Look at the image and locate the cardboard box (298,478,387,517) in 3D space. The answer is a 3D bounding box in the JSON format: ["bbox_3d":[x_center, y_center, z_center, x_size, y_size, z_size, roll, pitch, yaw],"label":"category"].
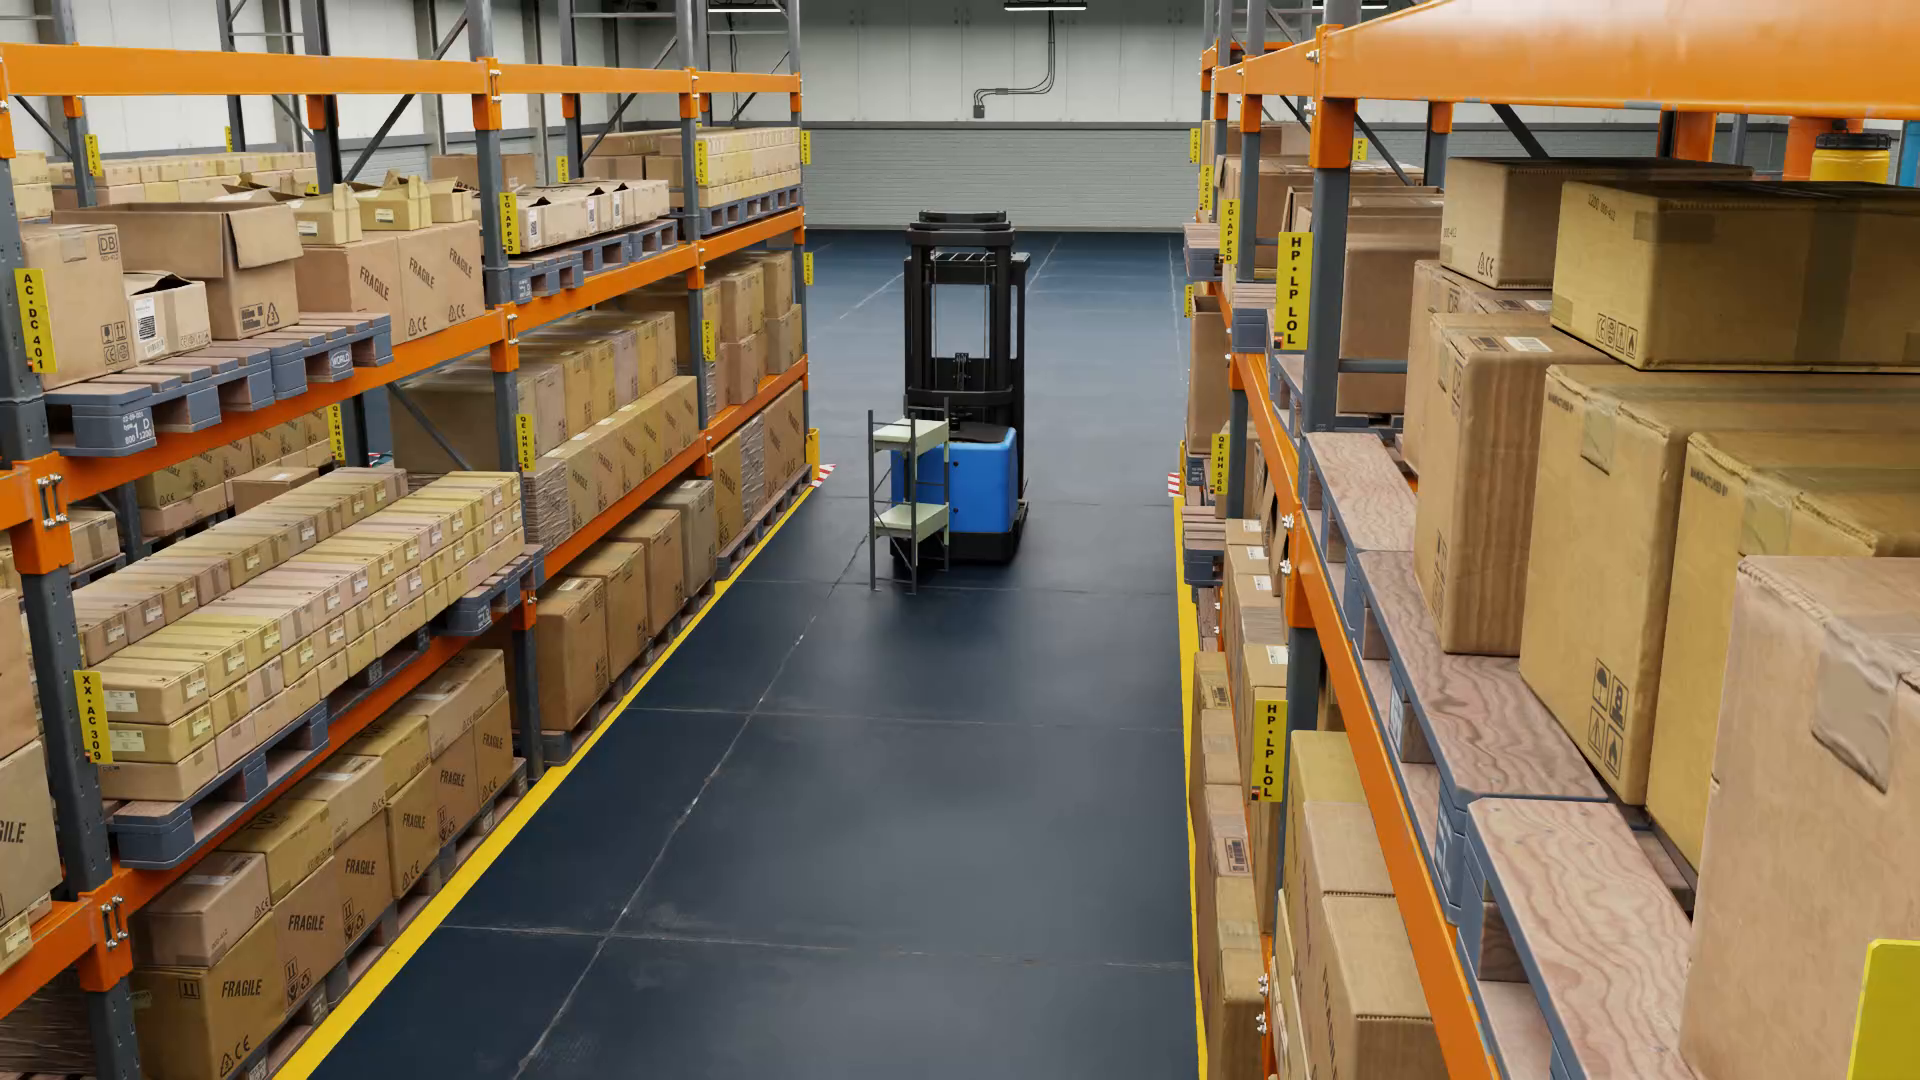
[{"bbox_3d":[-3.264,-0.225,8.786,0.380,0.149,0.250,1,15,5],"label":"cardboard box"}]

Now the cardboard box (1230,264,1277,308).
[{"bbox_3d":[1.735,-1.374,9.039,0.500,0.250,0.500,2,15,6],"label":"cardboard box"}]

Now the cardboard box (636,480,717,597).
[{"bbox_3d":[-2.521,-0.031,13.036,1.050,0.750,0.750,2,15,6],"label":"cardboard box"}]

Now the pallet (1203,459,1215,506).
[{"bbox_3d":[2.107,-0.290,10.856,1.003,0.211,1.213,2,15,6],"label":"pallet"}]

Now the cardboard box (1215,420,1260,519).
[{"bbox_3d":[1.910,-0.408,9.929,0.700,0.500,0.500,4,16,15],"label":"cardboard box"}]

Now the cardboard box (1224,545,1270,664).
[{"bbox_3d":[1.544,0.335,7.984,0.500,0.500,0.500,1,15,5],"label":"cardboard box"}]

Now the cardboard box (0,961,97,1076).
[{"bbox_3d":[-3.610,1.801,6.738,0.500,0.500,0.500,1,15,5],"label":"cardboard box"}]

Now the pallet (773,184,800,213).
[{"bbox_3d":[-2.163,-3.328,16.146,1.003,0.211,1.213,2,15,6],"label":"pallet"}]

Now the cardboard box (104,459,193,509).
[{"bbox_3d":[-7.136,-0.580,14.587,0.500,0.500,0.500,2,15,9],"label":"cardboard box"}]

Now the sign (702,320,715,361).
[{"bbox_3d":[-2.000,-1.585,13.212,0.100,0.325,0.005,2,15,6],"label":"sign"}]

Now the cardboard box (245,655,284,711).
[{"bbox_3d":[-2.886,0.549,6.492,0.380,0.149,0.250,2,15,8],"label":"cardboard box"}]

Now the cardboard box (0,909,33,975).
[{"bbox_3d":[-3.164,1.269,5.203,0.380,0.149,0.250,1,15,5],"label":"cardboard box"}]

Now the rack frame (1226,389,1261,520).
[{"bbox_3d":[1.925,0.132,8.928,1.000,3.000,0.127,2,15,6],"label":"rack frame"}]

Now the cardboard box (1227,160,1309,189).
[{"bbox_3d":[1.848,-1.998,9.910,0.500,0.500,0.500,2,15,7],"label":"cardboard box"}]

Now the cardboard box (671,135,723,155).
[{"bbox_3d":[-2.134,-3.191,13.429,0.380,0.149,0.250,2,15,6],"label":"cardboard box"}]

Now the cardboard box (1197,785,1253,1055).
[{"bbox_3d":[1.626,1.594,6.787,1.225,0.875,0.875,1,15,4],"label":"cardboard box"}]

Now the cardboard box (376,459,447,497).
[{"bbox_3d":[-3.208,-0.214,10.014,0.500,0.500,0.500,2,15,6],"label":"cardboard box"}]

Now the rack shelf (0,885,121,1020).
[{"bbox_3d":[-3.669,1.863,3.904,1.077,0.370,4.000,2,15,6],"label":"rack shelf"}]

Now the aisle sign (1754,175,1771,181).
[{"bbox_3d":[7.466,-3.079,15.824,0.394,0.787,0.004,2,15,6],"label":"aisle sign"}]

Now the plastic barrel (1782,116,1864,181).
[{"bbox_3d":[7.820,-3.525,15.080,0.600,0.830,0.708,2,15,6],"label":"plastic barrel"}]

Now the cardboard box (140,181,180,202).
[{"bbox_3d":[-7.100,-2.957,14.322,0.500,0.250,0.500,2,15,6],"label":"cardboard box"}]

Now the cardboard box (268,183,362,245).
[{"bbox_3d":[-2.904,-1.460,7.409,0.396,0.266,0.258,2,15,6],"label":"cardboard box"}]

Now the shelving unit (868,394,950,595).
[{"bbox_3d":[-0.413,-0.385,13.712,0.431,1.500,0.755,6,16,20],"label":"shelving unit"}]

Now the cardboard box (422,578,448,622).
[{"bbox_3d":[-2.710,0.285,8.039,0.380,0.149,0.250,1,15,4],"label":"cardboard box"}]

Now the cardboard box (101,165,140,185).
[{"bbox_3d":[-7.110,-3.050,13.901,0.380,0.149,0.250,2,15,8],"label":"cardboard box"}]

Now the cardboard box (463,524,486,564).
[{"bbox_3d":[-2.651,0.014,8.472,0.380,0.149,0.250,2,15,8],"label":"cardboard box"}]

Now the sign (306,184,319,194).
[{"bbox_3d":[-3.543,-1.795,9.164,0.100,0.325,0.005,2,15,6],"label":"sign"}]

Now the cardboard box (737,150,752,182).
[{"bbox_3d":[-2.096,-3.229,14.330,0.500,0.250,0.500,2,15,6],"label":"cardboard box"}]

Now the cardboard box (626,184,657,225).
[{"bbox_3d":[-2.462,-2.378,11.754,0.500,0.250,0.500,2,15,6],"label":"cardboard box"}]

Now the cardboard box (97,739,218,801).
[{"bbox_3d":[-2.942,0.827,6.035,0.380,0.149,0.250,1,15,4],"label":"cardboard box"}]

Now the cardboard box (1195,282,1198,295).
[{"bbox_3d":[2.376,-2.224,14.963,0.500,0.500,0.500,2,15,6],"label":"cardboard box"}]

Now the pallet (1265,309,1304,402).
[{"bbox_3d":[1.782,-0.766,6.865,1.003,0.211,1.213,2,15,9],"label":"pallet"}]

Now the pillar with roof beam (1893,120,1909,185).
[{"bbox_3d":[16.804,-10.546,36.923,9.100,9.000,0.400,2,15,6],"label":"pillar with roof beam"}]

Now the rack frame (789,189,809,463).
[{"bbox_3d":[-2.089,-2.115,17.239,1.000,3.000,0.127,2,15,6],"label":"rack frame"}]

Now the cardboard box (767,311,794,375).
[{"bbox_3d":[-2.127,-1.947,16.328,0.875,0.550,0.550,2,15,6],"label":"cardboard box"}]

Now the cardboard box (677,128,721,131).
[{"bbox_3d":[-2.501,-3.870,15.937,0.380,0.149,0.250,1,15,5],"label":"cardboard box"}]

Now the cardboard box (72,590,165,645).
[{"bbox_3d":[-3.502,0.314,6.793,0.380,0.149,0.250,2,15,6],"label":"cardboard box"}]

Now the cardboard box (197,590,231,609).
[{"bbox_3d":[-3.450,0.321,7.336,0.380,0.149,0.250,2,15,7],"label":"cardboard box"}]

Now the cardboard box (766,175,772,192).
[{"bbox_3d":[-1.934,-3.267,15.238,0.380,0.149,0.250,2,15,7],"label":"cardboard box"}]

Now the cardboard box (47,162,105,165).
[{"bbox_3d":[-7.681,-3.204,14.470,0.380,0.149,0.250,2,15,8],"label":"cardboard box"}]

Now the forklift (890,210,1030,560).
[{"bbox_3d":[0.068,-1.578,15.384,1.130,2.935,3.031,2,15,6],"label":"forklift"}]

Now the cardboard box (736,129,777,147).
[{"bbox_3d":[-1.906,-3.718,15.375,0.380,0.149,0.250,2,15,6],"label":"cardboard box"}]

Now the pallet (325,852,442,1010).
[{"bbox_3d":[-3.222,1.824,8.013,1.003,0.211,1.213,2,15,6],"label":"pallet"}]

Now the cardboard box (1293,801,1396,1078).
[{"bbox_3d":[1.102,0.980,4.071,0.500,0.500,0.500,2,15,6],"label":"cardboard box"}]

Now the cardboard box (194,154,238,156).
[{"bbox_3d":[-7.364,-3.732,16.423,0.380,0.149,0.250,2,15,6],"label":"cardboard box"}]

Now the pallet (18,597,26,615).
[{"bbox_3d":[-7.692,0.668,12.288,1.003,0.211,1.213,2,15,6],"label":"pallet"}]

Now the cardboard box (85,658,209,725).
[{"bbox_3d":[-2.942,0.540,5.957,0.380,0.149,0.250,2,15,9],"label":"cardboard box"}]

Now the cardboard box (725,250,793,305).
[{"bbox_3d":[-2.170,-2.614,16.727,0.875,0.550,0.550,2,15,6],"label":"cardboard box"}]

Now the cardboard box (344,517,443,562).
[{"bbox_3d":[-2.711,-0.004,7.967,0.380,0.149,0.250,2,15,6],"label":"cardboard box"}]

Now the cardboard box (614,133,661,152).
[{"bbox_3d":[-2.730,-3.340,13.980,0.380,0.149,0.250,2,15,7],"label":"cardboard box"}]

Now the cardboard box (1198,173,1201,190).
[{"bbox_3d":[2.441,-3.382,15.701,0.380,0.149,0.250,2,15,7],"label":"cardboard box"}]

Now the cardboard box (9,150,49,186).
[{"bbox_3d":[-7.409,-2.863,12.783,0.500,0.250,0.500,2,15,8],"label":"cardboard box"}]

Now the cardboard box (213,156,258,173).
[{"bbox_3d":[-6.956,-3.590,15.900,0.380,0.149,0.250,2,15,6],"label":"cardboard box"}]

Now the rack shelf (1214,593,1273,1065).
[{"bbox_3d":[1.699,0.998,7.104,1.077,0.370,4.000,2,15,6],"label":"rack shelf"}]

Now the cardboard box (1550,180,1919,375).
[{"bbox_3d":[1.260,-0.426,2.621,0.500,0.250,0.500,1,15,4],"label":"cardboard box"}]

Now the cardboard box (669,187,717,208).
[{"bbox_3d":[-2.162,-2.740,13.288,0.380,0.149,0.250,1,15,5],"label":"cardboard box"}]

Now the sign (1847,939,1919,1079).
[{"bbox_3d":[0.484,0.350,0.831,0.100,0.325,0.005,2,15,6],"label":"sign"}]

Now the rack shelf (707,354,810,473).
[{"bbox_3d":[-2.315,-1.249,15.414,1.077,0.370,4.000,2,15,6],"label":"rack shelf"}]

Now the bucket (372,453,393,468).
[{"bbox_3d":[-4.816,-0.335,14.013,0.726,0.611,0.620,7,27,25],"label":"bucket"}]
